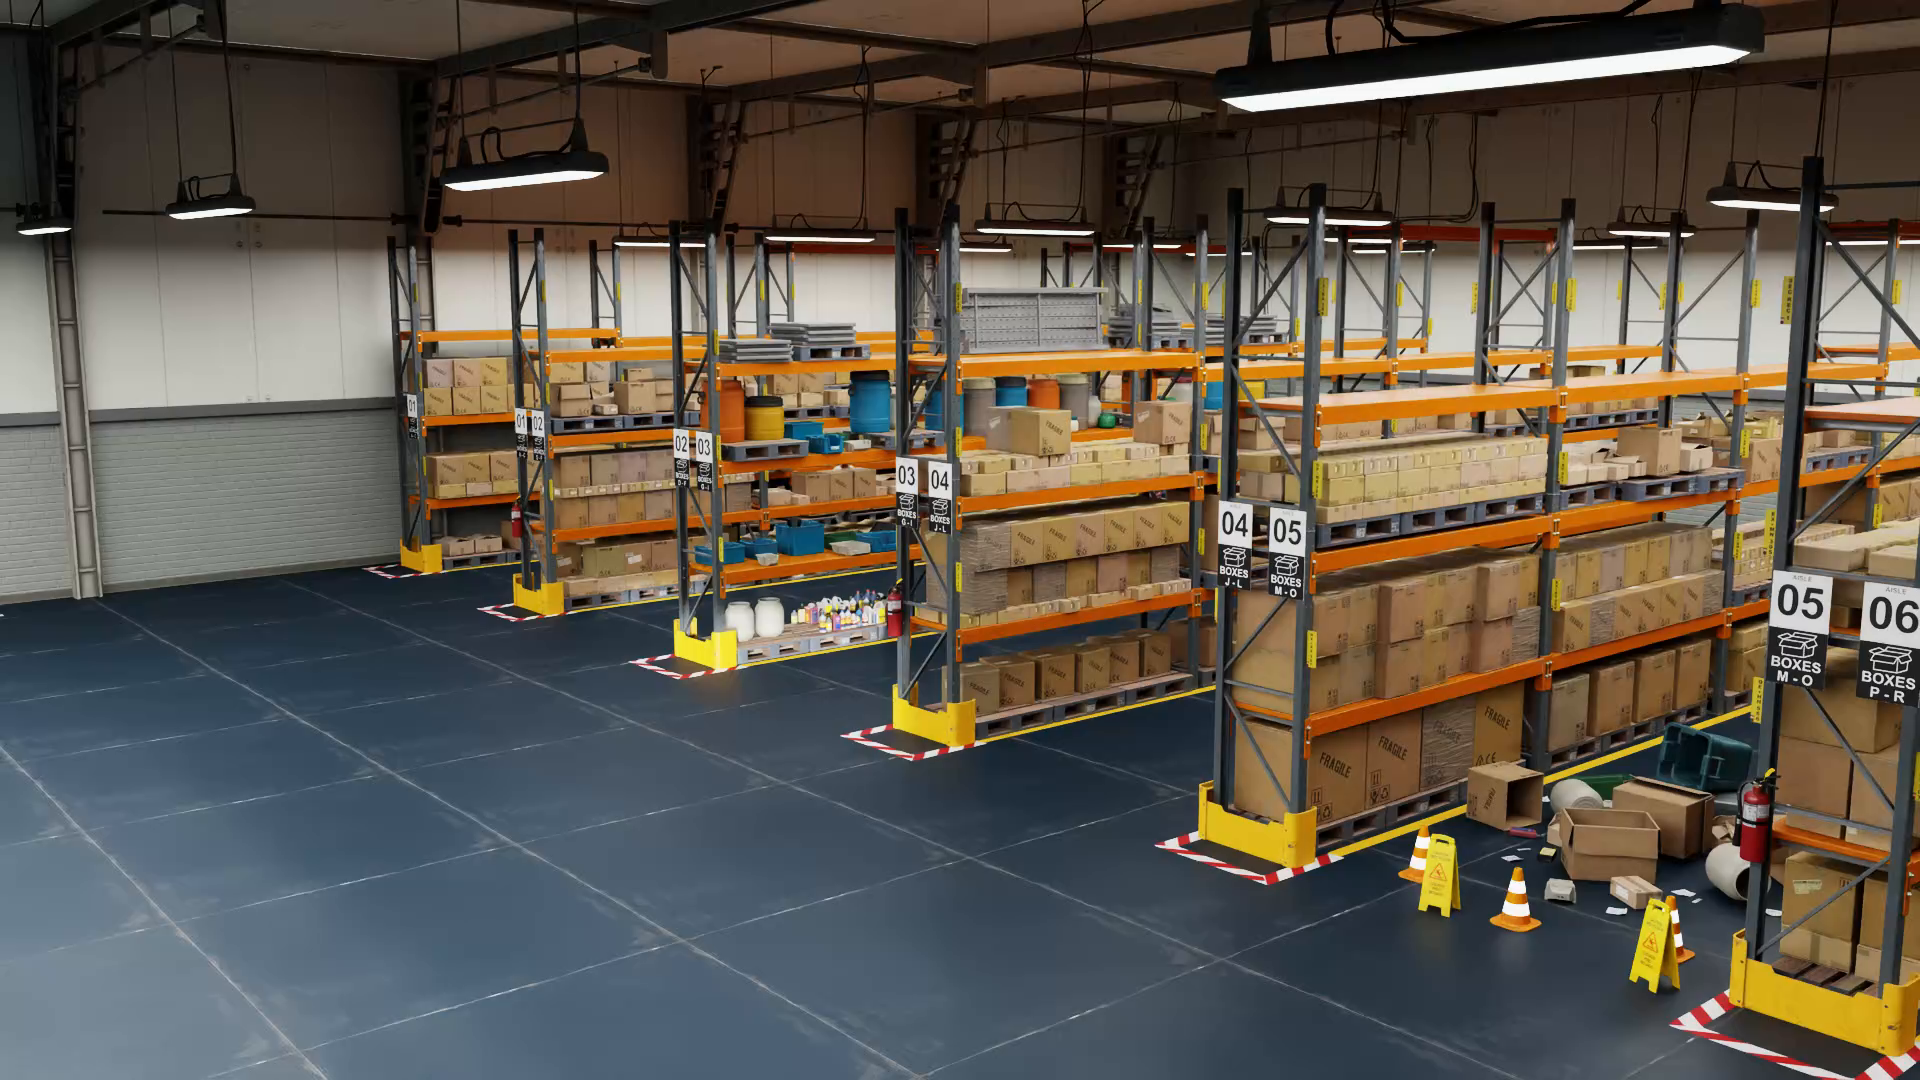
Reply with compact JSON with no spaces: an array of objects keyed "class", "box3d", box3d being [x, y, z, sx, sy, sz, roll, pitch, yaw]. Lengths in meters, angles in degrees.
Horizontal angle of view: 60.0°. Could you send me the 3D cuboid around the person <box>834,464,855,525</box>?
[{"class":"person","box3d":[-2.334,-0.907,33.905,0.603,1.775,0.395,-6,11,-36]}]
